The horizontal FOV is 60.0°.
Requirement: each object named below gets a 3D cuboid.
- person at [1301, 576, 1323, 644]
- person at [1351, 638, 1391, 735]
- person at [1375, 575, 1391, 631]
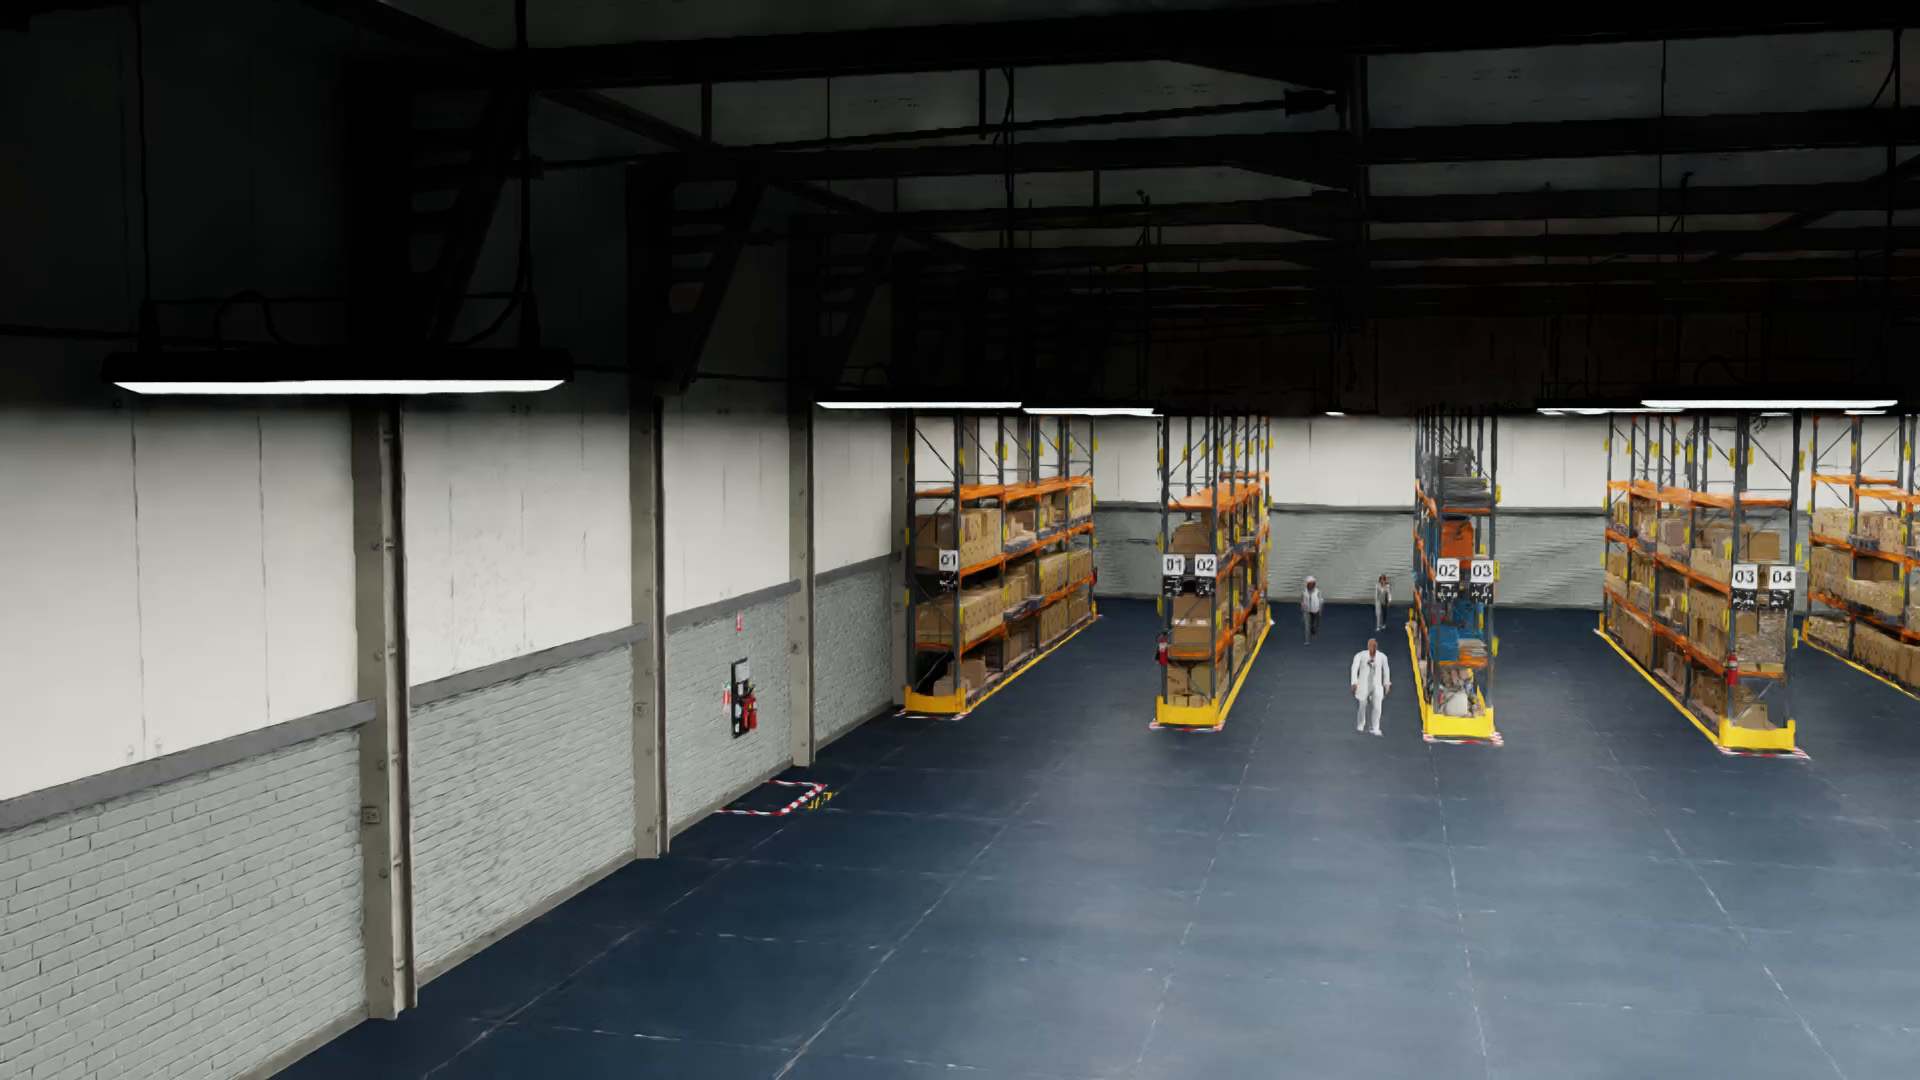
[{"bbox_3d":[8.971,1.778,42.383,0.555,1.725,1.029,1,4,13],"label":"person"},{"bbox_3d":[7.485,2.742,30.372,0.729,1.556,0.765,0,4,7],"label":"person"},{"bbox_3d":[11.419,1.678,44.899,0.416,1.512,1.039,1,4,12],"label":"person"}]
